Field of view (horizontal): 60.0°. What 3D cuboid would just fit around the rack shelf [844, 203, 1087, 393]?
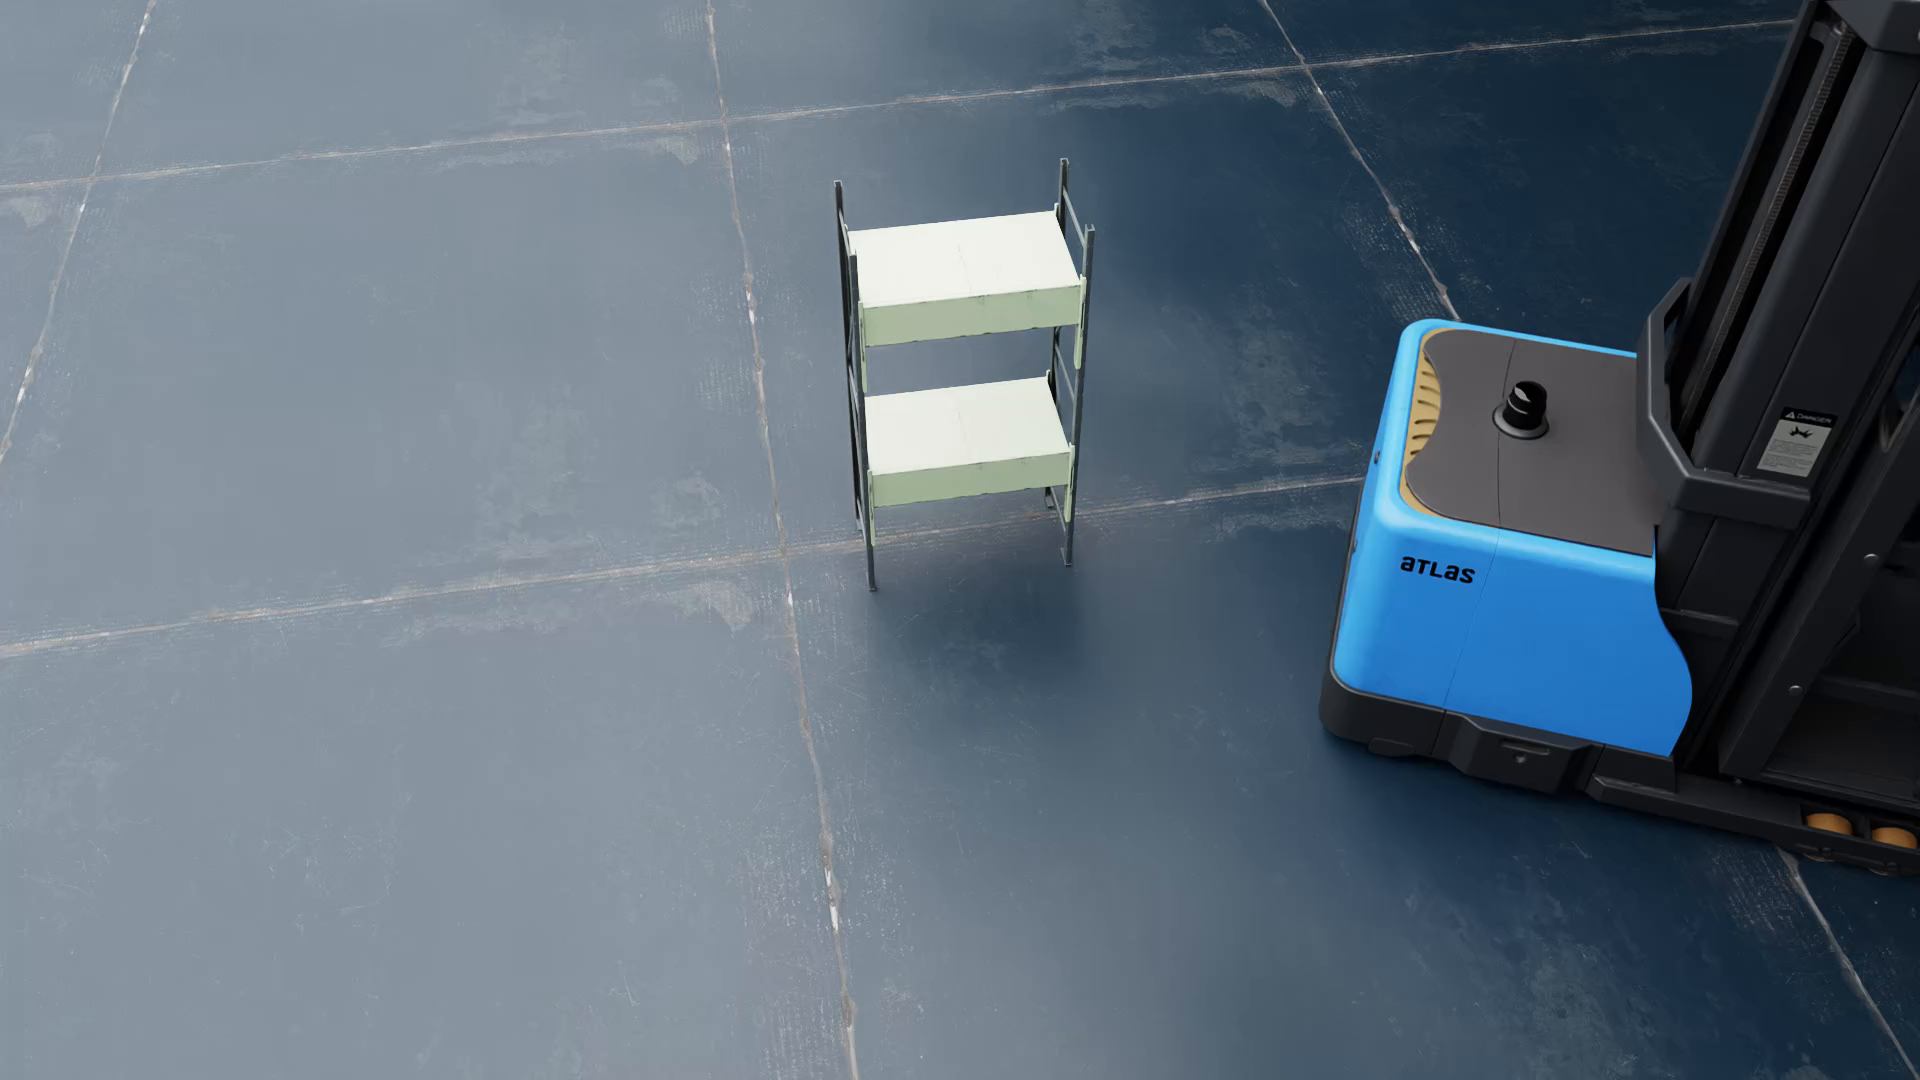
[{"bbox_3d":[0.007,-0.792,5.430,0.720,0.370,0.431,-7,46,-7],"label":"rack shelf"}]

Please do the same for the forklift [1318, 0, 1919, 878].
[{"bbox_3d":[2.780,-0.389,4.590,3.031,2.935,1.130,12,47,11],"label":"forklift"}]

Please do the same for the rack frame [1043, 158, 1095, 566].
[{"bbox_3d":[0.367,-0.566,5.754,0.023,1.500,0.400,-7,46,-7],"label":"rack frame"}]

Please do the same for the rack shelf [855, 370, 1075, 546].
[{"bbox_3d":[0.007,-0.295,5.945,0.720,0.370,0.431,-7,46,-7],"label":"rack shelf"}]

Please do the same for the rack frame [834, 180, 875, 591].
[{"bbox_3d":[-0.354,-0.476,5.667,0.023,1.500,0.400,-7,46,-7],"label":"rack frame"}]

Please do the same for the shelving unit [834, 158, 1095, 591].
[{"bbox_3d":[0.007,-0.521,5.711,0.755,1.500,0.431,-7,46,-7],"label":"shelving unit"}]
